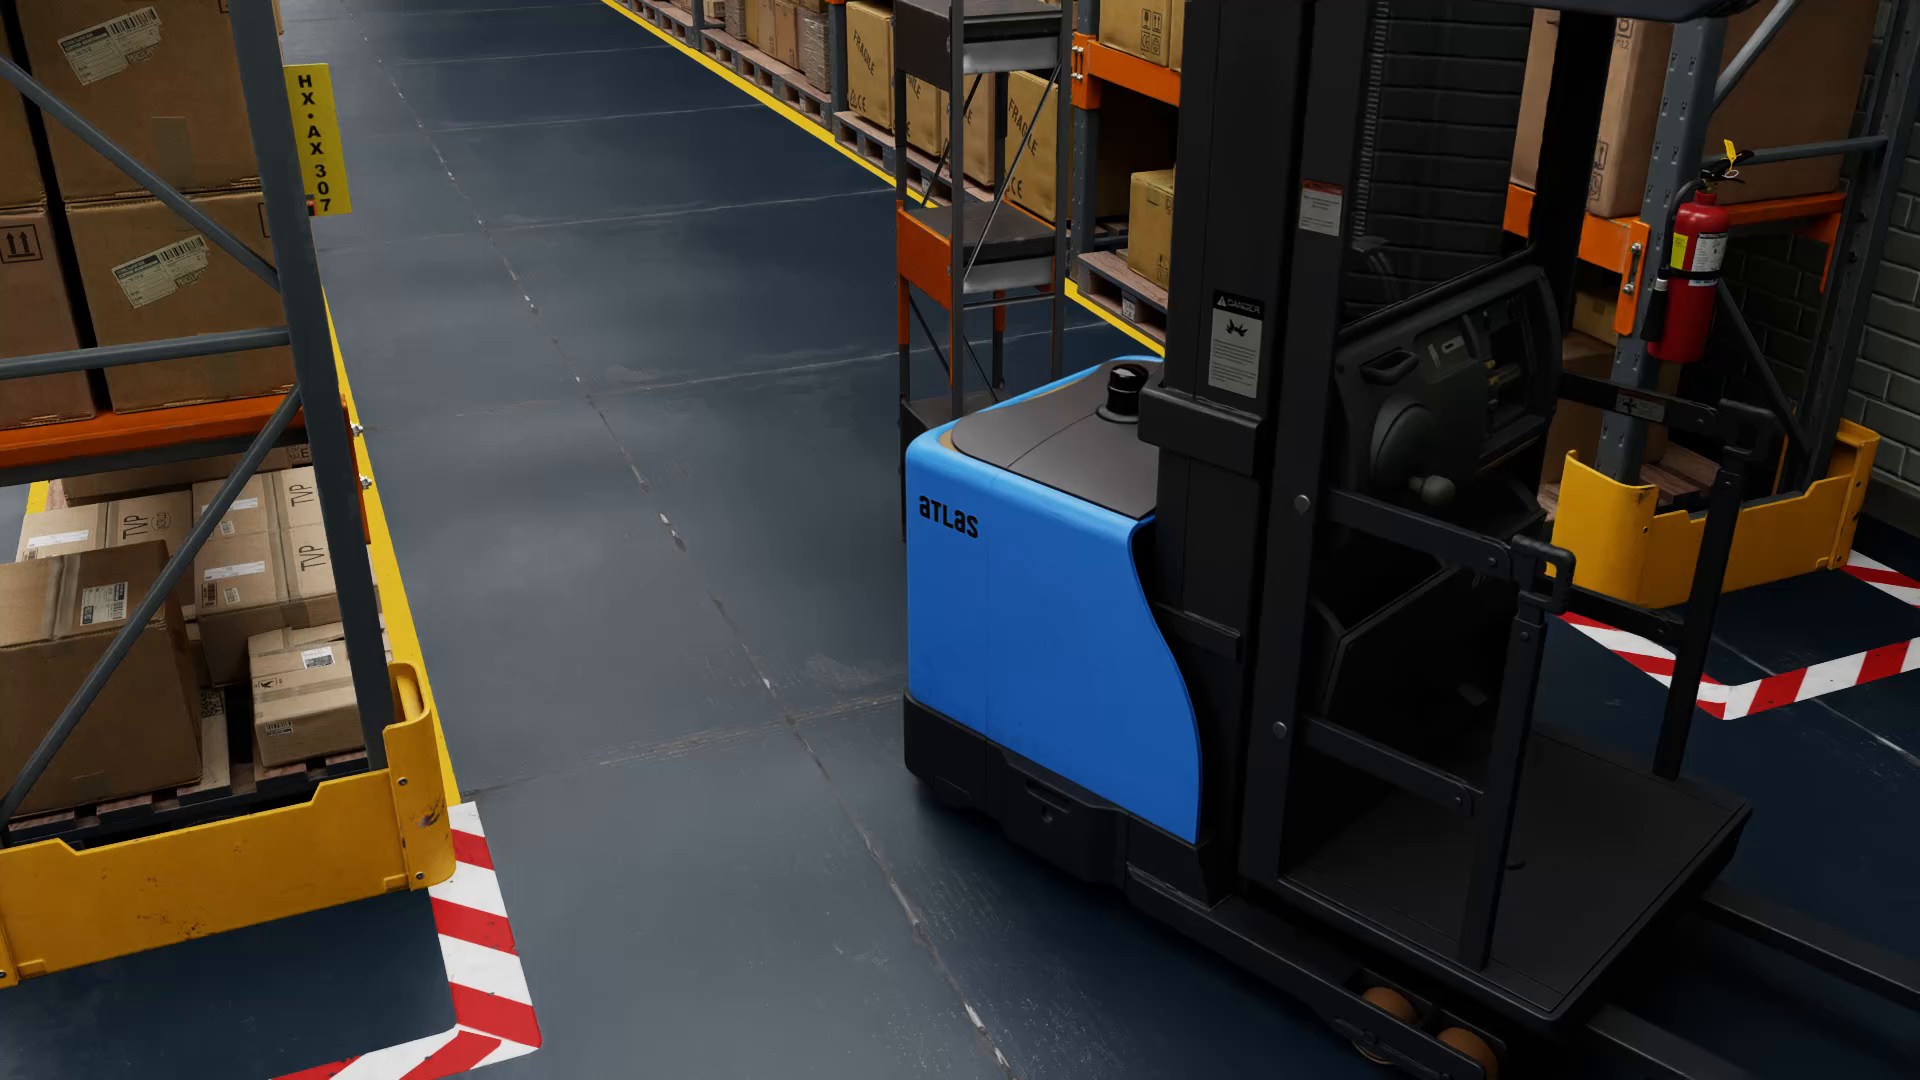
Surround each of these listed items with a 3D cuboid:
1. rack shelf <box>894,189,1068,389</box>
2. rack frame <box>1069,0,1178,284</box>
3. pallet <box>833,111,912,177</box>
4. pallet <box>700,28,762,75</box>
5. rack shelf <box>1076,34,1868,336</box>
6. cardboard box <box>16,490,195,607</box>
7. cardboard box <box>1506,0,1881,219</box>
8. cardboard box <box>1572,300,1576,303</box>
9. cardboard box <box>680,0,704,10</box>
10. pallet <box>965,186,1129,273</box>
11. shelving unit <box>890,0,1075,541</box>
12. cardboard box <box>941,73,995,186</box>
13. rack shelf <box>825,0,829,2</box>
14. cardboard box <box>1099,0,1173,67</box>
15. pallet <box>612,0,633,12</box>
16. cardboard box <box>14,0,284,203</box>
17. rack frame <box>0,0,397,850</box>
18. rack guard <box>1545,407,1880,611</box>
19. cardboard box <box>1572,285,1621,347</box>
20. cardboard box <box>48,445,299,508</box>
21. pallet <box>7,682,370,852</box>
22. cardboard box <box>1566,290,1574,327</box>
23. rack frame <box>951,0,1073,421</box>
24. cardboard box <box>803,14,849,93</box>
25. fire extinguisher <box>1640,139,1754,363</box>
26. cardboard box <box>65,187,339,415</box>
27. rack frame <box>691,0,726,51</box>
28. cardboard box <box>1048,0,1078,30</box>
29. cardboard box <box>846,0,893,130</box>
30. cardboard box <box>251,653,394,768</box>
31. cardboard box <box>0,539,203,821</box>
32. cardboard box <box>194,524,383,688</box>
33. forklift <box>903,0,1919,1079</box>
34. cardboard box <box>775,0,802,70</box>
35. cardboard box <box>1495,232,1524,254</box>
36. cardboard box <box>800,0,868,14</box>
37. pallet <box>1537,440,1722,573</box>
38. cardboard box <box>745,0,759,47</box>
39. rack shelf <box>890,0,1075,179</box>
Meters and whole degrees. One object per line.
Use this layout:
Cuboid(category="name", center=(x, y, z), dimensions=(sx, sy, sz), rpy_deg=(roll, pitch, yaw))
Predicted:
Cuboid(category="rack shelf", center=(0.065, -0.864, 5.658), dimensions=(0.431, 0.518, 0.480), rpy_deg=(-11, 28, -21))
Cuboid(category="rack frame", center=(1.088, -2.854, 8.676), dimensions=(1.000, 3.000, 0.127), rpy_deg=(-11, 28, -21))
Cuboid(category="pallet", center=(-0.239, -2.884, 11.917), dimensions=(1.003, 0.211, 1.213), rpy_deg=(-11, 28, -21))
Cuboid(category="pallet", center=(-1.739, -4.516, 15.260), dimensions=(1.003, 0.211, 1.213), rpy_deg=(-11, 28, -21))
Cuboid(category="rack shelf", center=(1.871, -1.723, 7.181), dimensions=(1.077, 0.370, 4.000), rpy_deg=(-11, 28, -21))
Cuboid(category="cardboard box", center=(-2.686, 0.086, 5.288), dimensions=(0.500, 0.250, 0.500), rpy_deg=(-11, 28, -21))
Cuboid(category="cardboard box", center=(2.445, -1.578, 5.721), dimensions=(0.980, 0.700, 0.700), rpy_deg=(-9, 28, -18))
Cuboid(category="cardboard box", center=(2.092, -0.772, 6.783), dimensions=(0.700, 0.500, 0.500), rpy_deg=(-11, 28, -21))
Cuboid(category="cardboard box", center=(-2.488, -5.570, 16.587), dimensions=(0.500, 0.500, 0.500), rpy_deg=(-13, 29, -24))
Cuboid(category="pallet", center=(0.716, -1.899, 9.900), dimensions=(1.003, 0.211, 1.213), rpy_deg=(-11, 28, -21))
Cuboid(category="shelving unit", center=(0.065, -0.877, 5.652), dimensions=(0.431, 2.100, 0.503), rpy_deg=(-11, 28, -21))
Cuboid(category="cardboard box", center=(0.363, -2.675, 10.281), dimensions=(0.750, 0.750, 0.750), rpy_deg=(-10, 28, -19))
Cuboid(category="rack shelf", center=(-1.262, -4.953, 13.795), dimensions=(1.077, 0.370, 4.000), rpy_deg=(-11, 28, -21))
Cuboid(category="cardboard box", center=(1.285, -2.767, 8.156), dimensions=(0.980, 0.700, 0.700), rpy_deg=(-10, 28, -20))
Cuboid(category="pallet", center=(-3.296, -6.081, 18.463), dimensions=(1.003, 0.211, 1.213), rpy_deg=(-11, 28, -21))
Cuboid(category="cardboard box", center=(-1.833, -1.105, 3.841), dimensions=(0.500, 0.500, 0.500), rpy_deg=(-10, 28, -19))
Cuboid(category="rack frame", center=(-1.902, -0.386, 3.623), dimensions=(1.000, 3.000, 0.127), rpy_deg=(-11, 28, -21))
Cuboid(category="rack guard", center=(2.664, -0.106, 5.898), dimensions=(1.175, 0.500, 0.348), rpy_deg=(-11, 28, -21))
Cuboid(category="cardboard box", center=(2.521, -0.845, 6.194), dimensions=(0.380, 0.149, 0.250), rpy_deg=(-10, 28, -20))
Cuboid(category="cardboard box", center=(-2.728, -0.320, 5.830), dimensions=(0.797, 0.503, 0.637), rpy_deg=(-11, 28, -21))
Cuboid(category="pallet", center=(-2.245, 0.514, 4.956), dimensions=(1.003, 0.211, 1.213), rpy_deg=(-11, 28, -21))
Cuboid(category="cardboard box", center=(2.070, -0.882, 6.269), dimensions=(0.380, 0.149, 0.250), rpy_deg=(-11, 28, -21))
Cuboid(category="rack frame", center=(0.160, -0.778, 5.451), dimensions=(0.400, 2.100, 0.015), rpy_deg=(-11, 28, -21))
Cuboid(category="cardboard box", center=(-0.808, -3.825, 13.013), dimensions=(0.700, 0.500, 0.500), rpy_deg=(-10, 28, -20))
Cuboid(category="fire extinguisher", center=(2.289, -0.897, 5.181), dimensions=(0.296, 0.674, 0.183), rpy_deg=(-11, 28, -21))
Cuboid(category="cardboard box", center=(-1.833, -0.656, 4.060), dimensions=(0.500, 0.500, 0.500), rpy_deg=(-10, 28, -20))
Cuboid(category="rack frame", center=(-2.045, -6.084, 15.291), dimensions=(1.000, 3.000, 0.127), rpy_deg=(-11, 28, -21))
Cuboid(category="cardboard box", center=(0.695, -2.838, 8.907), dimensions=(0.380, 0.149, 0.250), rpy_deg=(-10, 28, -20))
Cuboid(category="cardboard box", center=(-0.311, -3.372, 11.709), dimensions=(0.750, 0.750, 0.750), rpy_deg=(-11, 28, -21))
Cuboid(category="cardboard box", center=(-1.750, 0.469, 4.619), dimensions=(0.380, 0.149, 0.250), rpy_deg=(-11, 28, -21))
Cuboid(category="cardboard box", center=(-2.342, 0.362, 4.437), dimensions=(0.500, 0.500, 0.500), rpy_deg=(-11, 28, -21))
Cuboid(category="cardboard box", center=(-2.050, 0.181, 5.092), dimensions=(0.500, 0.250, 0.500), rpy_deg=(-11, 28, -21))
Cuboid(category="forklift", center=(1.250, -0.322, 3.569), dimensions=(3.031, 2.935, 1.130), rpy_deg=(23, 34, 39))
Cuboid(category="cardboard box", center=(-1.124, -4.249, 13.880), dimensions=(0.700, 0.500, 0.500), rpy_deg=(-11, 28, -21))
Cuboid(category="cardboard box", center=(2.225, -1.151, 6.819), dimensions=(0.380, 0.149, 0.250), rpy_deg=(-10, 28, -20))
Cuboid(category="cardboard box", center=(-0.974, -4.403, 13.341), dimensions=(0.500, 0.250, 0.500), rpy_deg=(-10, 28, -20))
Cuboid(category="pallet", center=(2.269, -0.295, 6.614), dimensions=(1.003, 0.211, 1.213), rpy_deg=(-11, 28, -21))
Cuboid(category="cardboard box", center=(-1.493, -4.664, 14.731), dimensions=(0.700, 0.500, 0.500), rpy_deg=(-11, 28, -22))
Cuboid(category="rack shelf", center=(0.065, -1.493, 5.351), dimensions=(0.431, 0.518, 0.480), rpy_deg=(-11, 28, -21))
